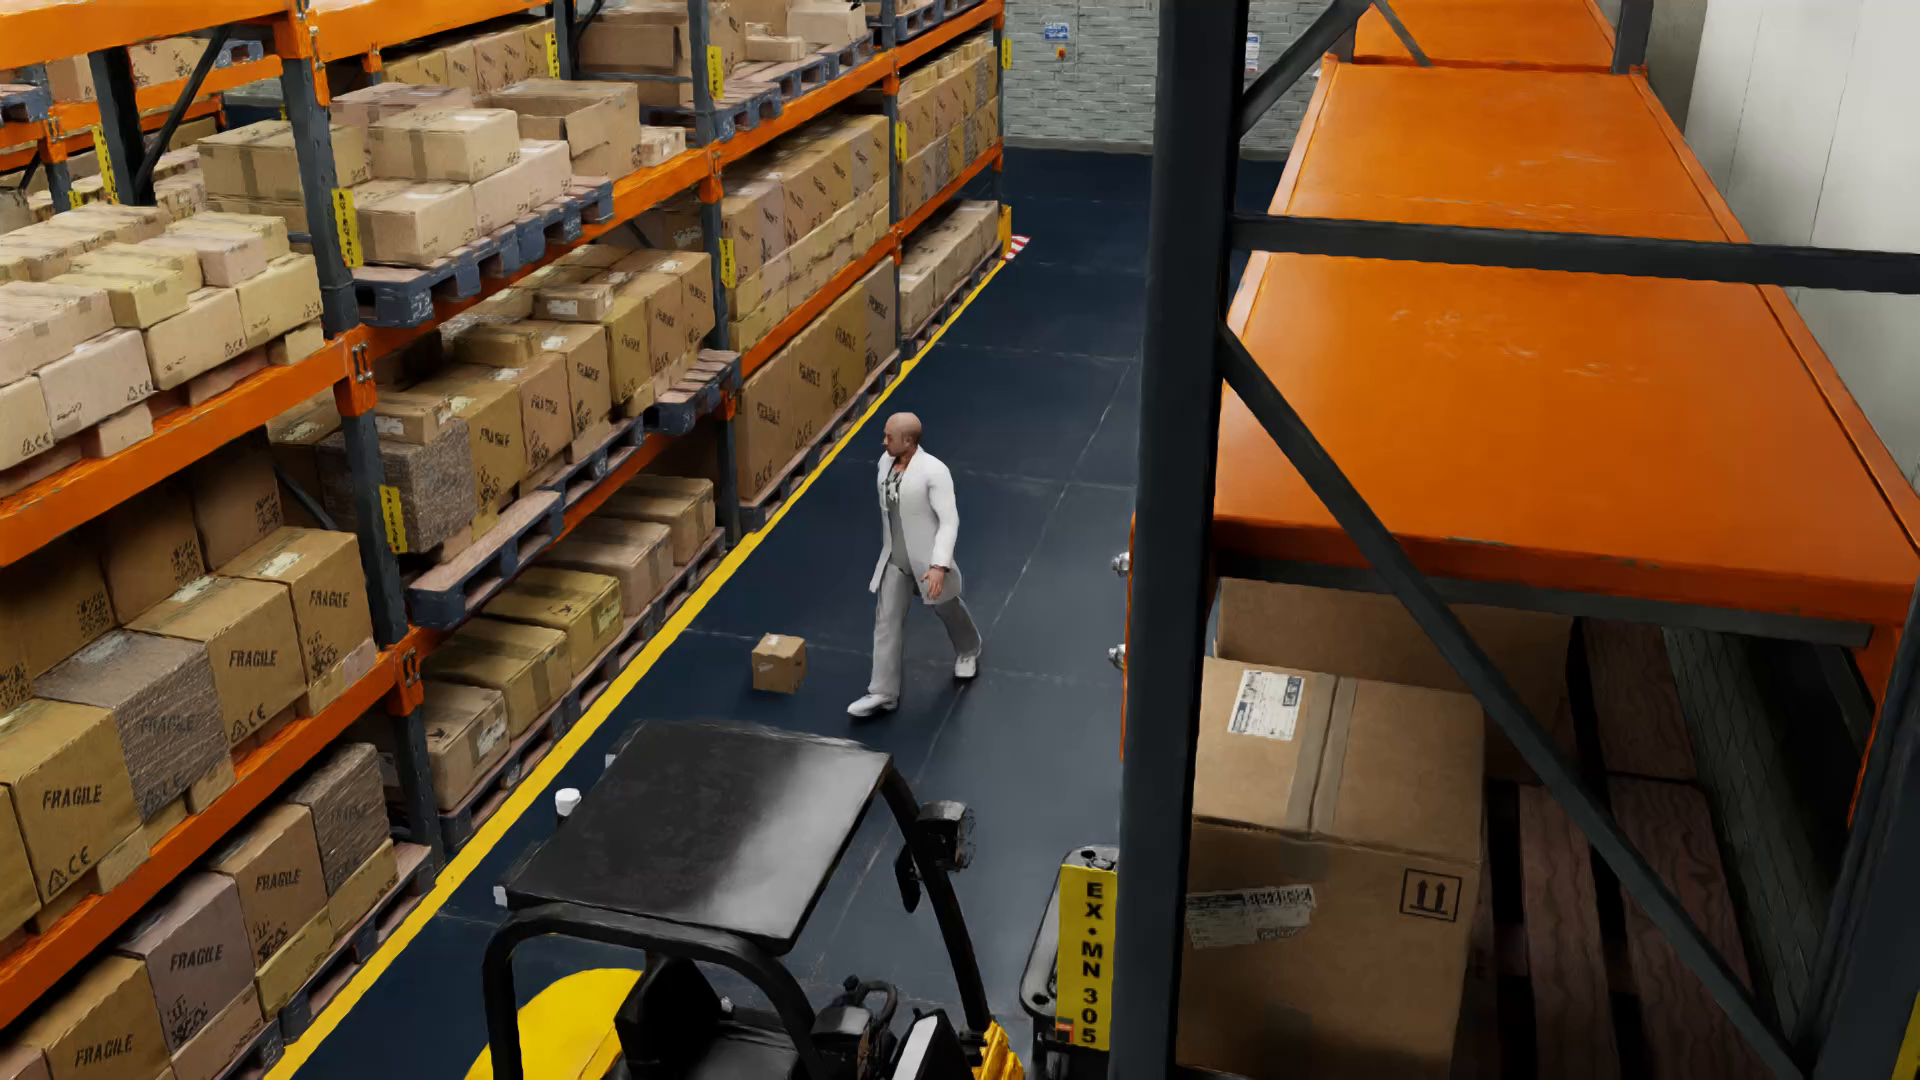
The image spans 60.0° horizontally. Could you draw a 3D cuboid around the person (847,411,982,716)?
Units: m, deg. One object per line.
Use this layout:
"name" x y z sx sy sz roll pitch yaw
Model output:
"person" -0.253 0.111 9.520 0.732 1.734 1.092 18 30 34
